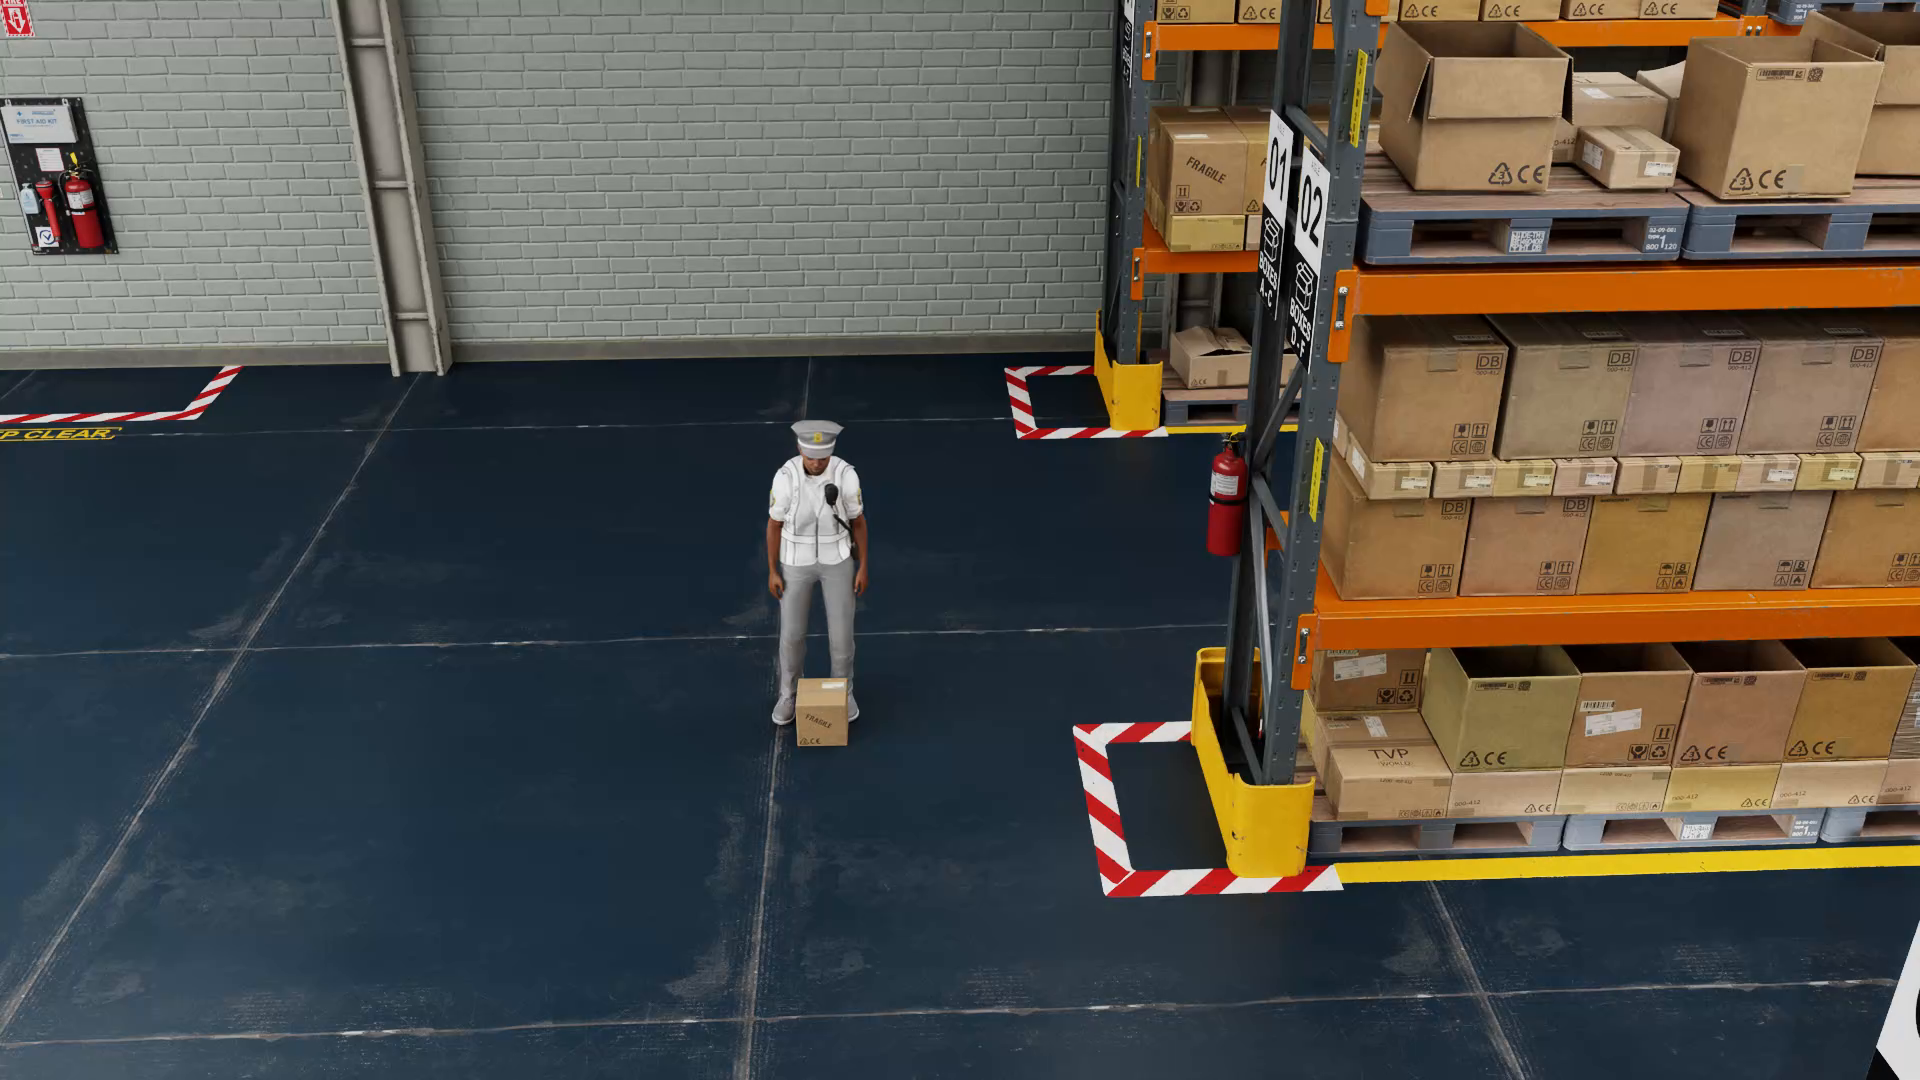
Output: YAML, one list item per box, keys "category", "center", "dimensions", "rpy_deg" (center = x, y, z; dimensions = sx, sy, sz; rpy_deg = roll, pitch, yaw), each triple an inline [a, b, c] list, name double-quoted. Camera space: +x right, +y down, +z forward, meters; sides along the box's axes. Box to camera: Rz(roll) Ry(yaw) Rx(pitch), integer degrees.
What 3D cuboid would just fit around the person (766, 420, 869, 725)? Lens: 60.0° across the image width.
- category: "person"
  center: [-0.721, 0.146, 8.342]
  dimensions: [0.524, 1.660, 0.394]
  rpy_deg: [-2, 28, -4]
